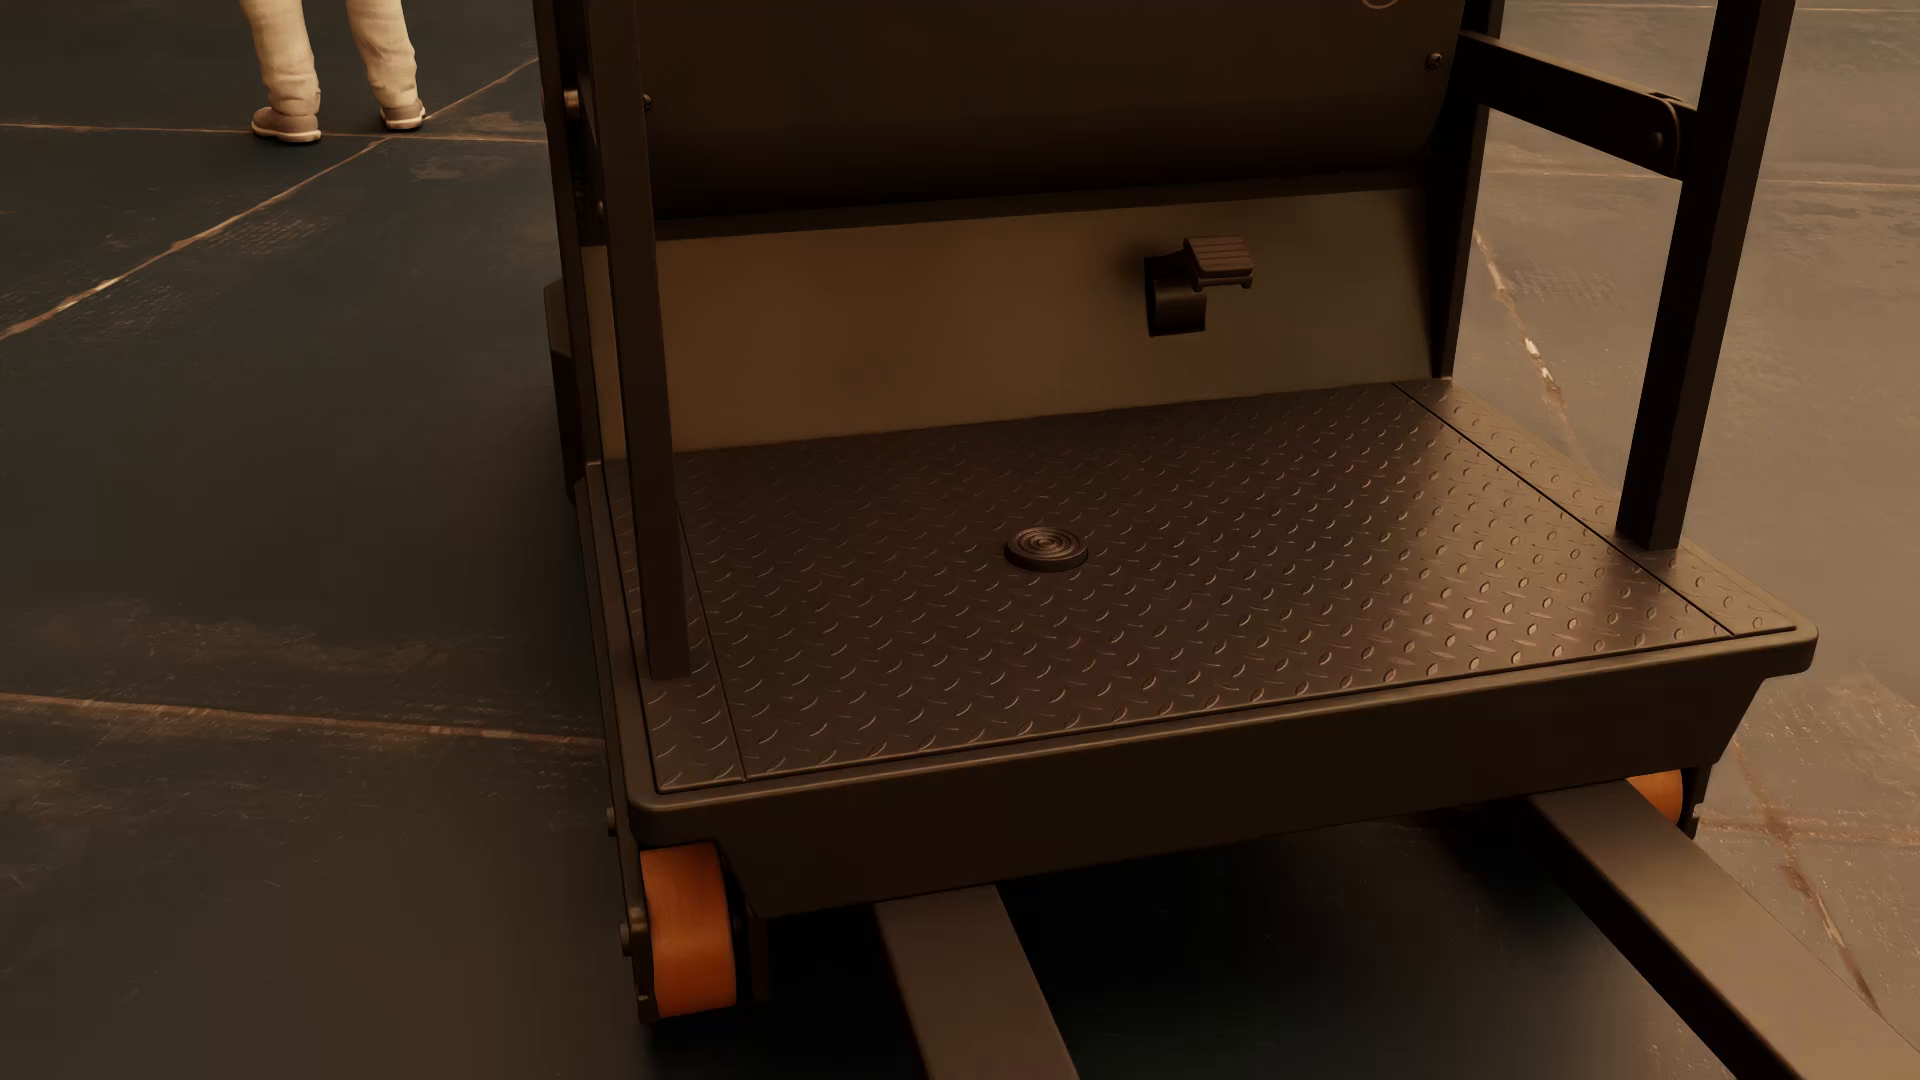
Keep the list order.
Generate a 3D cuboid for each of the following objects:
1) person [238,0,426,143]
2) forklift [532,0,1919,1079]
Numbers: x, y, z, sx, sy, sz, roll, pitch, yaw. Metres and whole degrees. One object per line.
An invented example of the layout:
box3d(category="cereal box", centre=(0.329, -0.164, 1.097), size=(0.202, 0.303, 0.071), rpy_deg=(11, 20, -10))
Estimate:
box3d(category="person", centre=(-1.830, -1.978, 4.509), size=(0.595, 1.744, 0.443), rpy_deg=(-18, 32, -31))
box3d(category="forklift", centre=(0.153, -1.049, 1.319), size=(1.130, 2.935, 3.031), rpy_deg=(-7, 27, -13))
